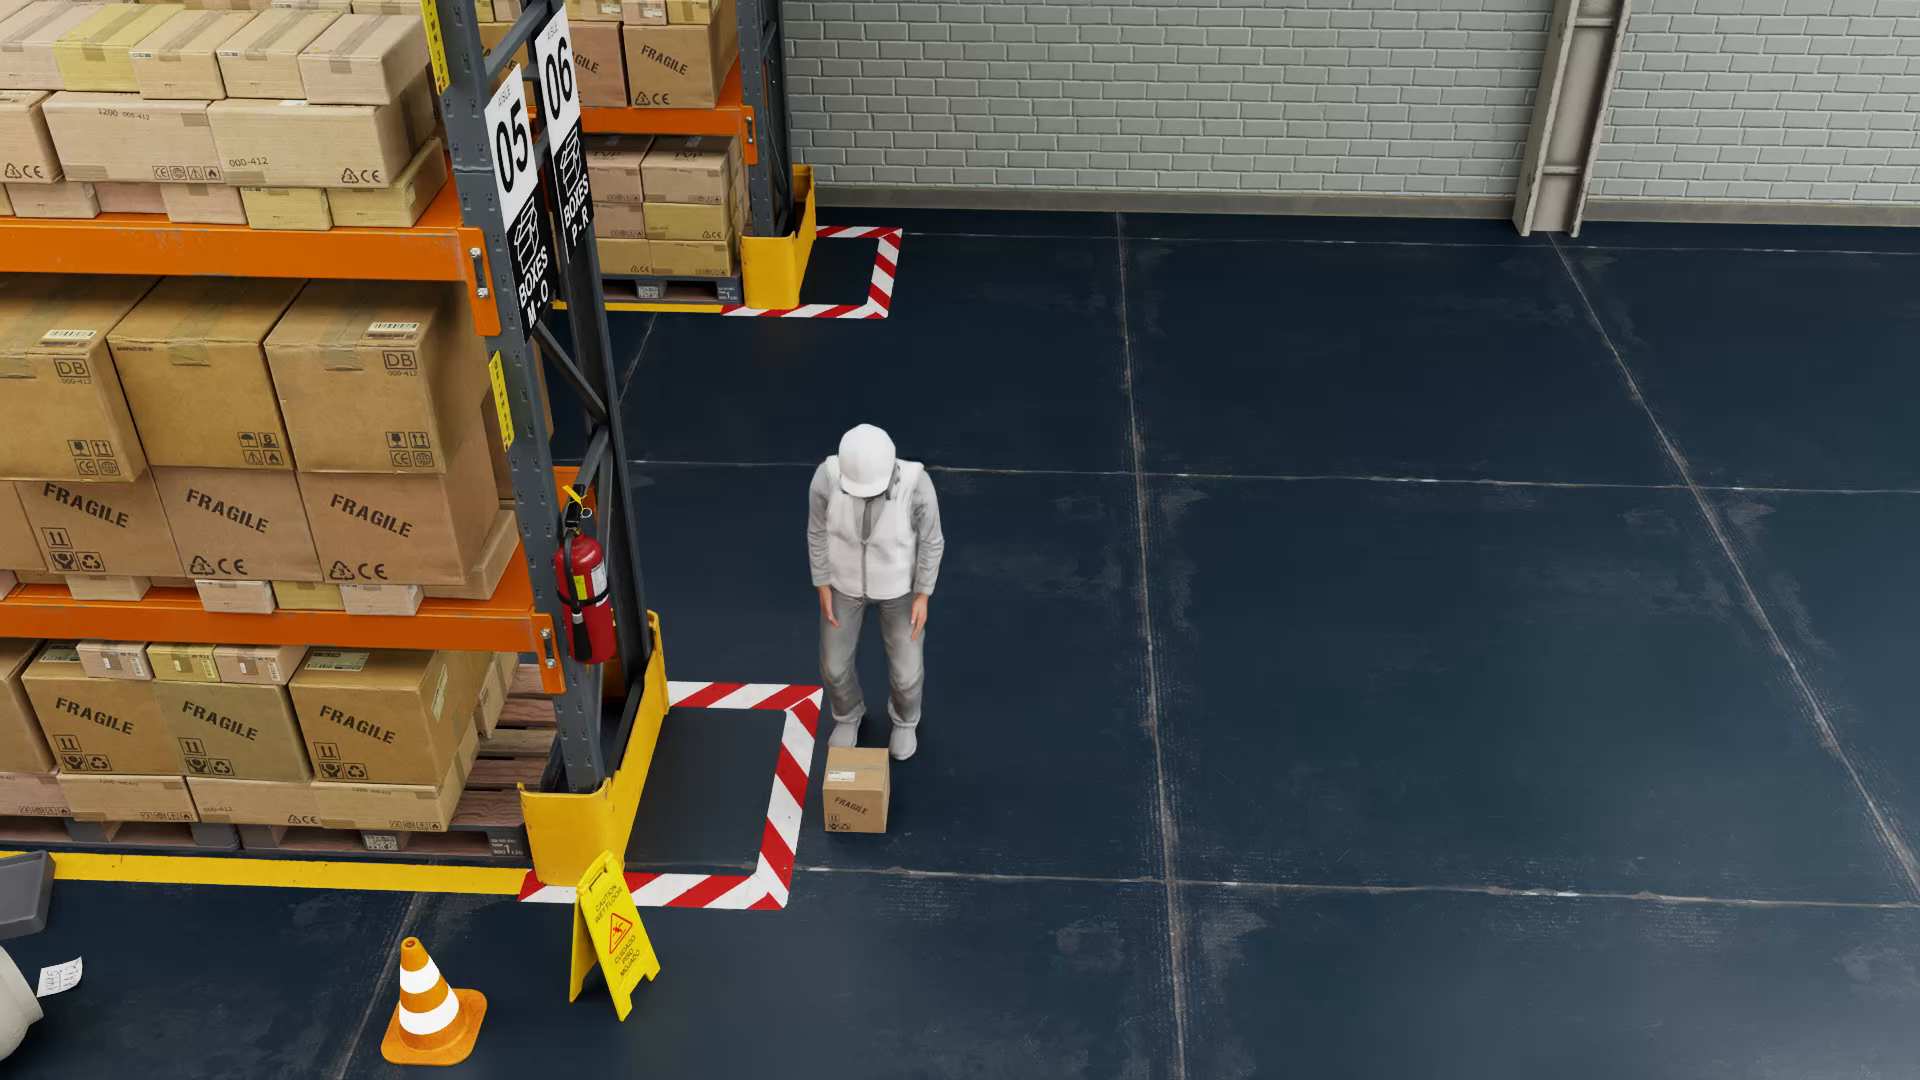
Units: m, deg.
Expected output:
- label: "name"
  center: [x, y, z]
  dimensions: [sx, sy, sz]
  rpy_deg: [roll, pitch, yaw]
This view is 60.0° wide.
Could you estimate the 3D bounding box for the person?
- label: "person"
  center: [-0.344, 0.195, 6.897]
  dimensions: [0.567, 1.695, 0.516]
  rpy_deg: [5, 36, 7]
